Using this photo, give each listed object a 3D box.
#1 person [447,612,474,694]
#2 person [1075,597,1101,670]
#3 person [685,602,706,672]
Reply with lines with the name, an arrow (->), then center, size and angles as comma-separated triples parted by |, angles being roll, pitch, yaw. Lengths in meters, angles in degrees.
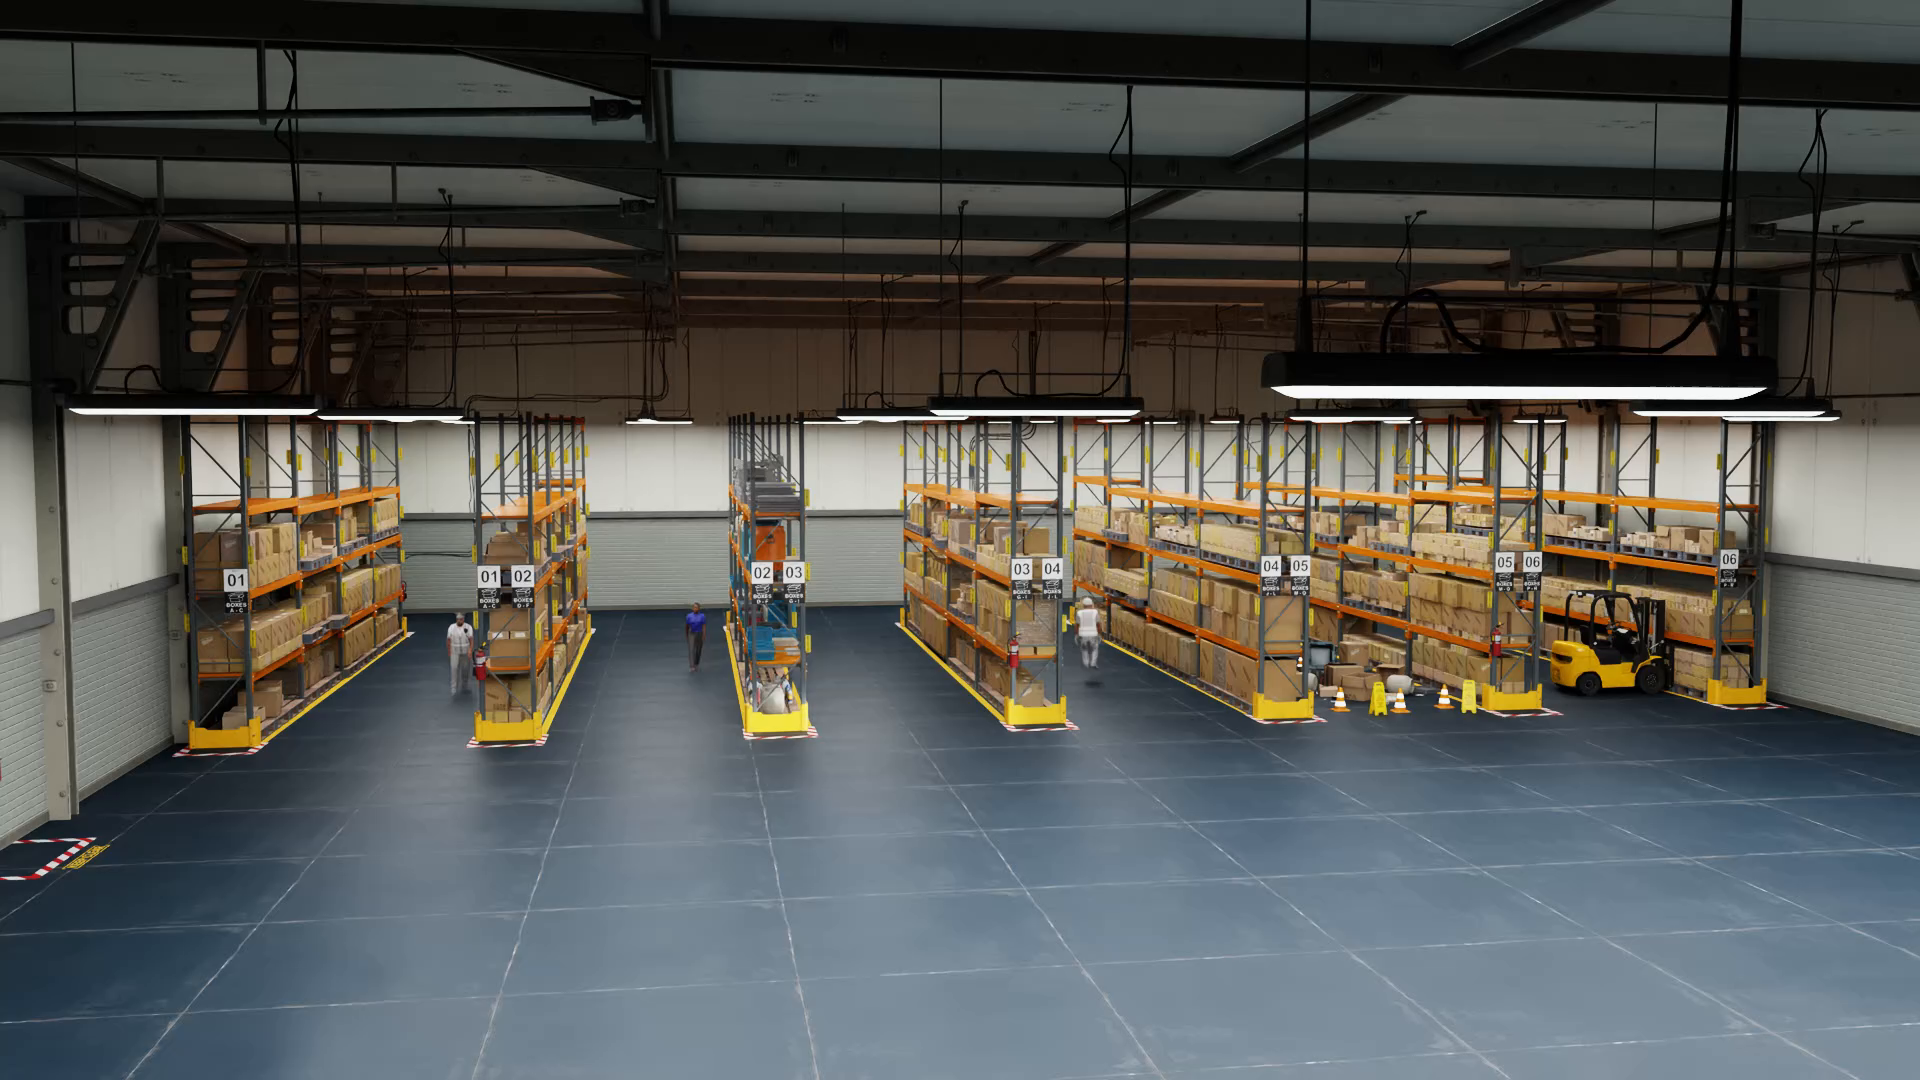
person -> -10.755, 2.407, 35.821 | 0.547, 1.710, 0.971 | -2, 4, -22
person -> 2.903, 2.127, 37.725 | 0.596, 1.654, 0.544 | 0, 4, 3
person -> -6.158, 2.265, 38.814 | 0.469, 1.590, 0.978 | -1, 4, -20
